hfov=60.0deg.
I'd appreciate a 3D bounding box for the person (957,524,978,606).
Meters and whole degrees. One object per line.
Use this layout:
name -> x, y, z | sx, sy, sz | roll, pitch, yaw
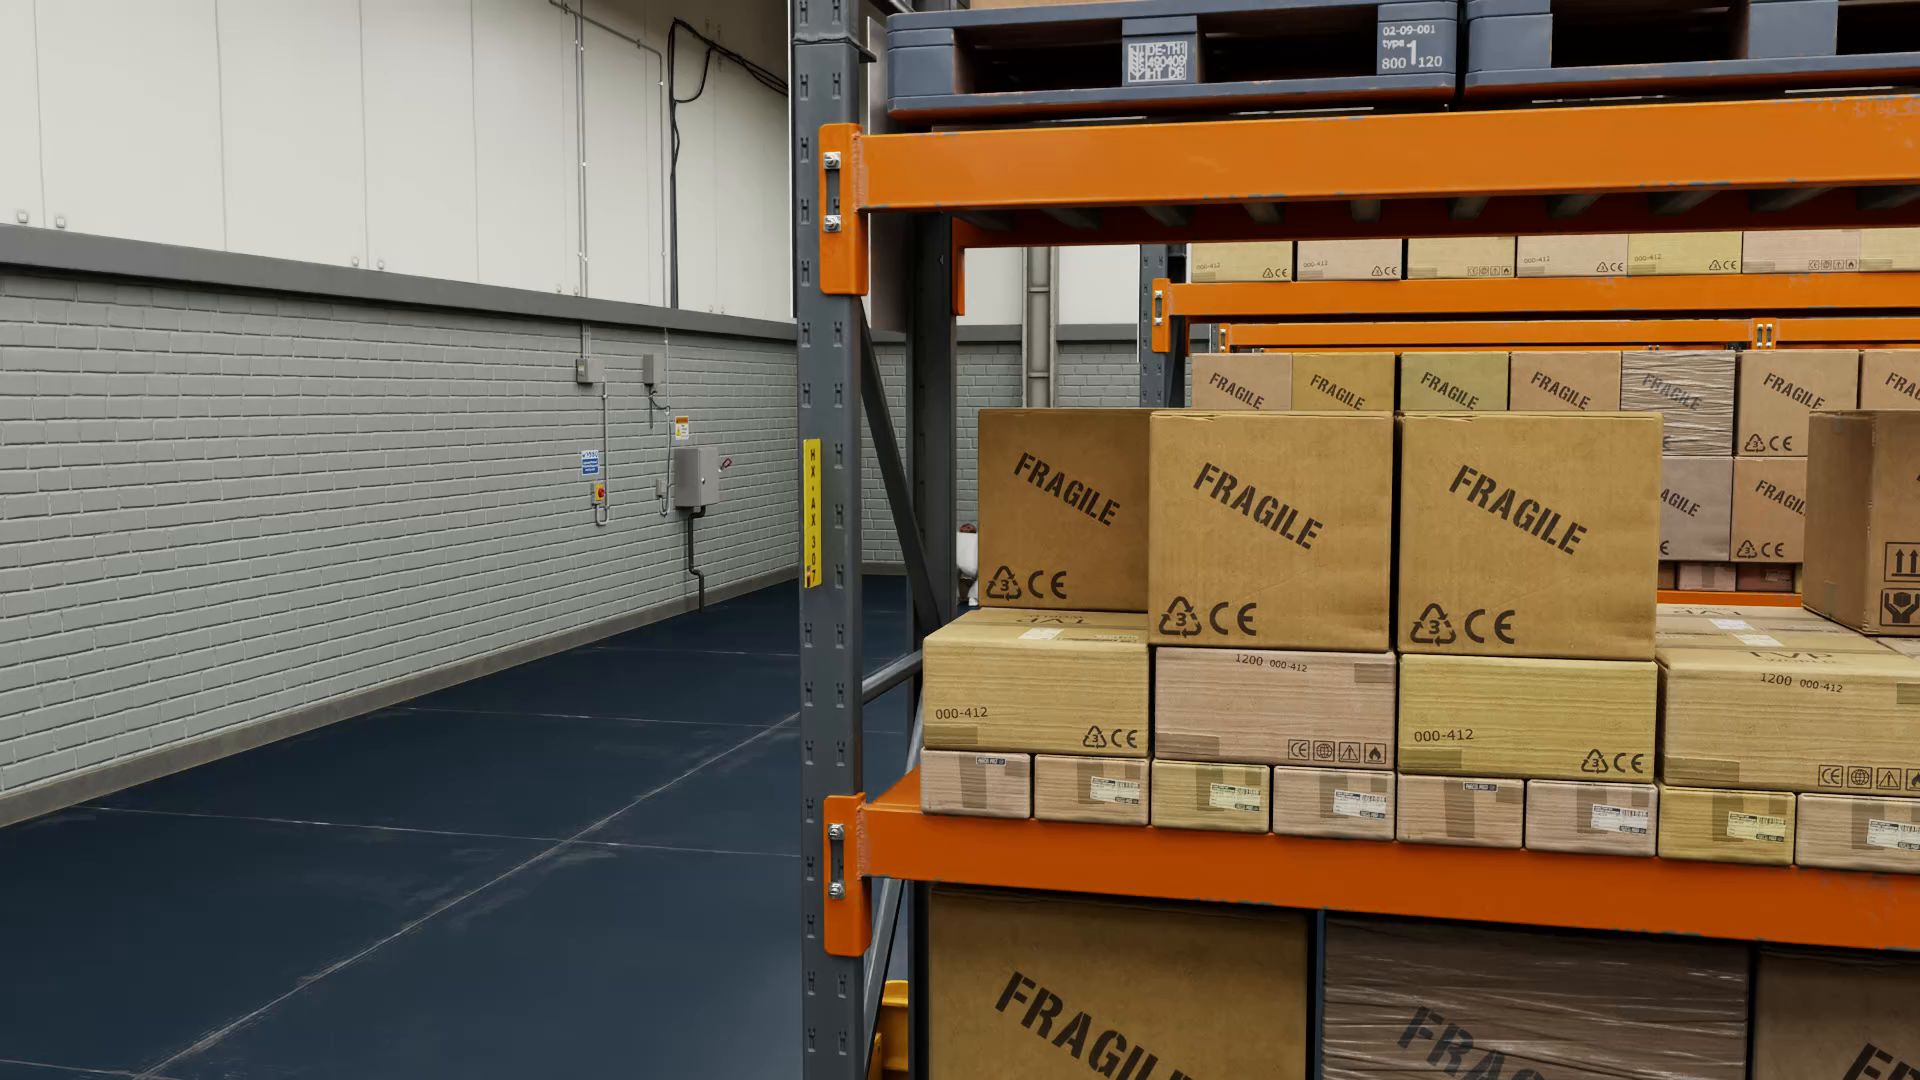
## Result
person -> 0.066, 0.267, 17.999 | 0.484, 0.847, 0.801 | 1, 5, 14
